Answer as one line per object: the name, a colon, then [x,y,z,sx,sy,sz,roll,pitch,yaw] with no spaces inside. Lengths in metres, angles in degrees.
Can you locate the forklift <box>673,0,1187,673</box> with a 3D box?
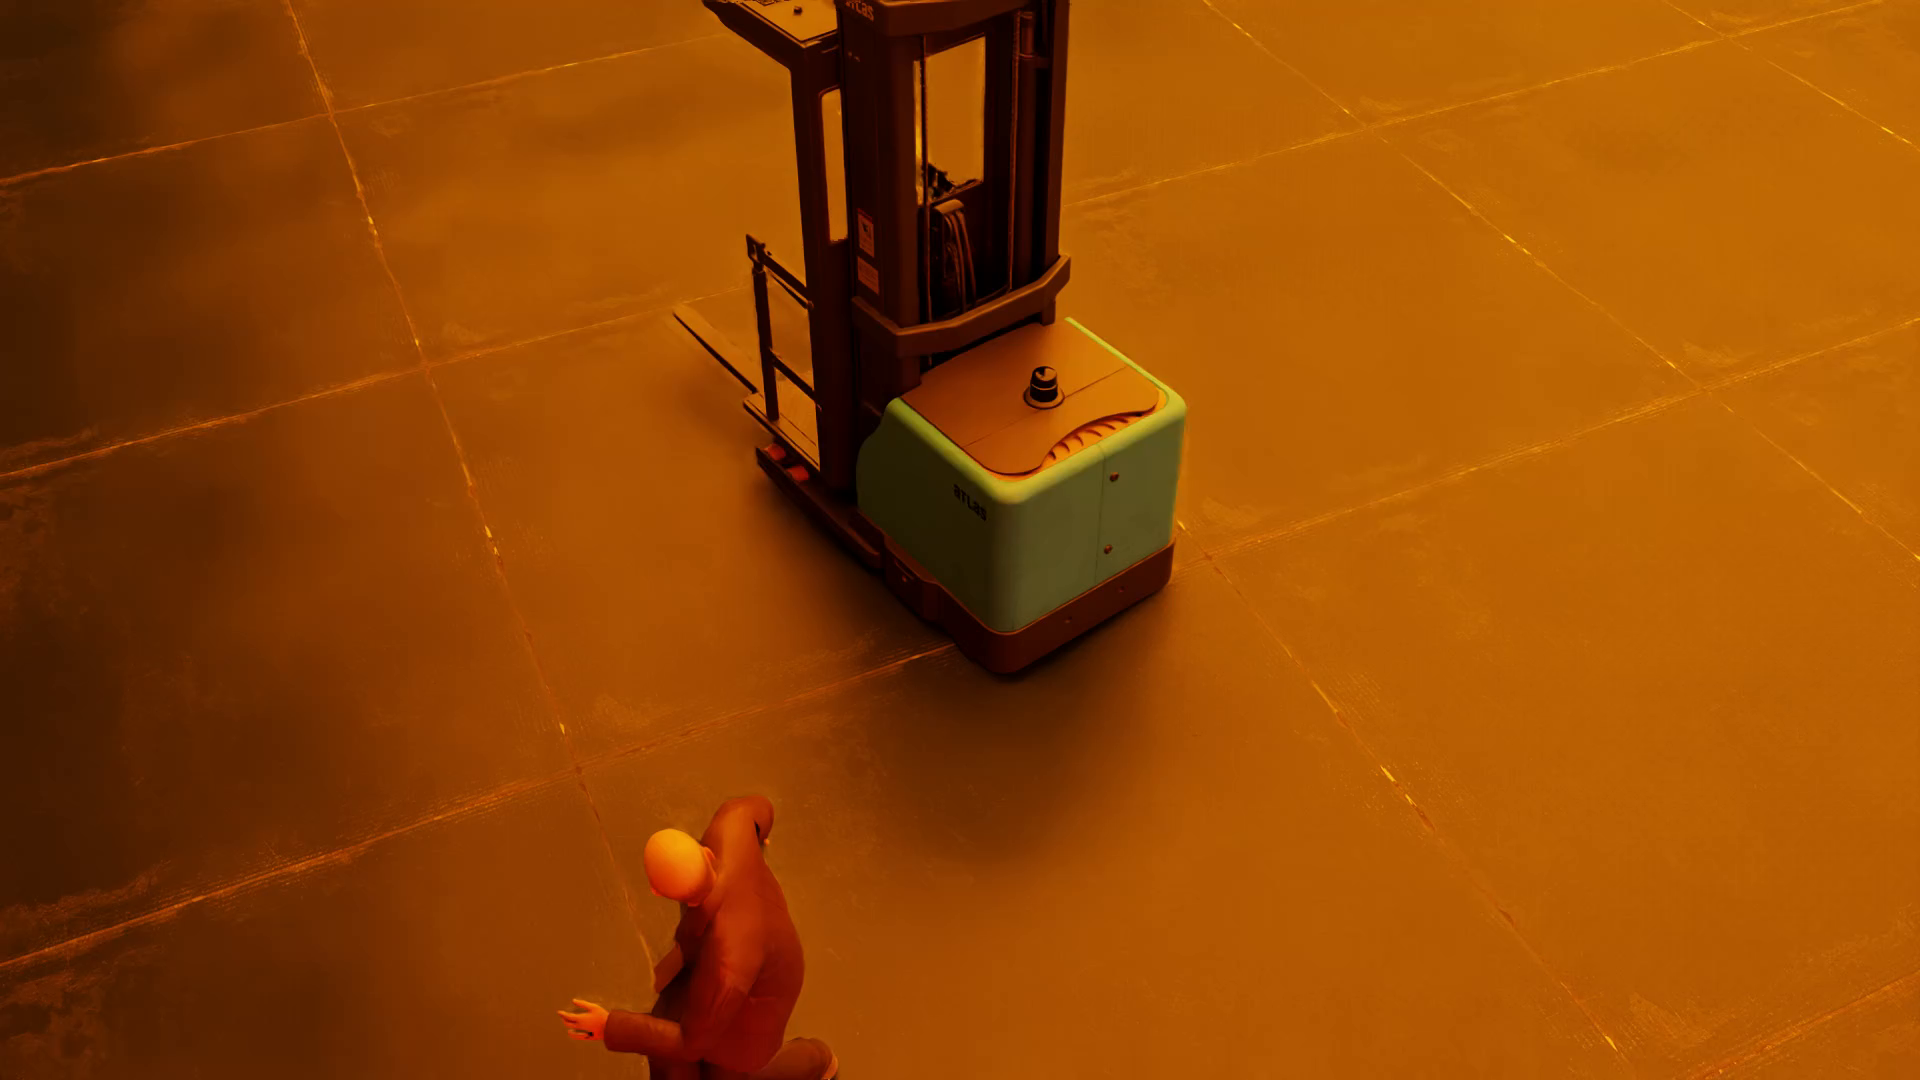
forklift: [-0.336,-1.456,7.240,1.130,2.935,3.031,-28,50,-27]

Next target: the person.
person: [-0.840,1.340,5.213,0.850,1.626,0.817,-17,46,-17]
